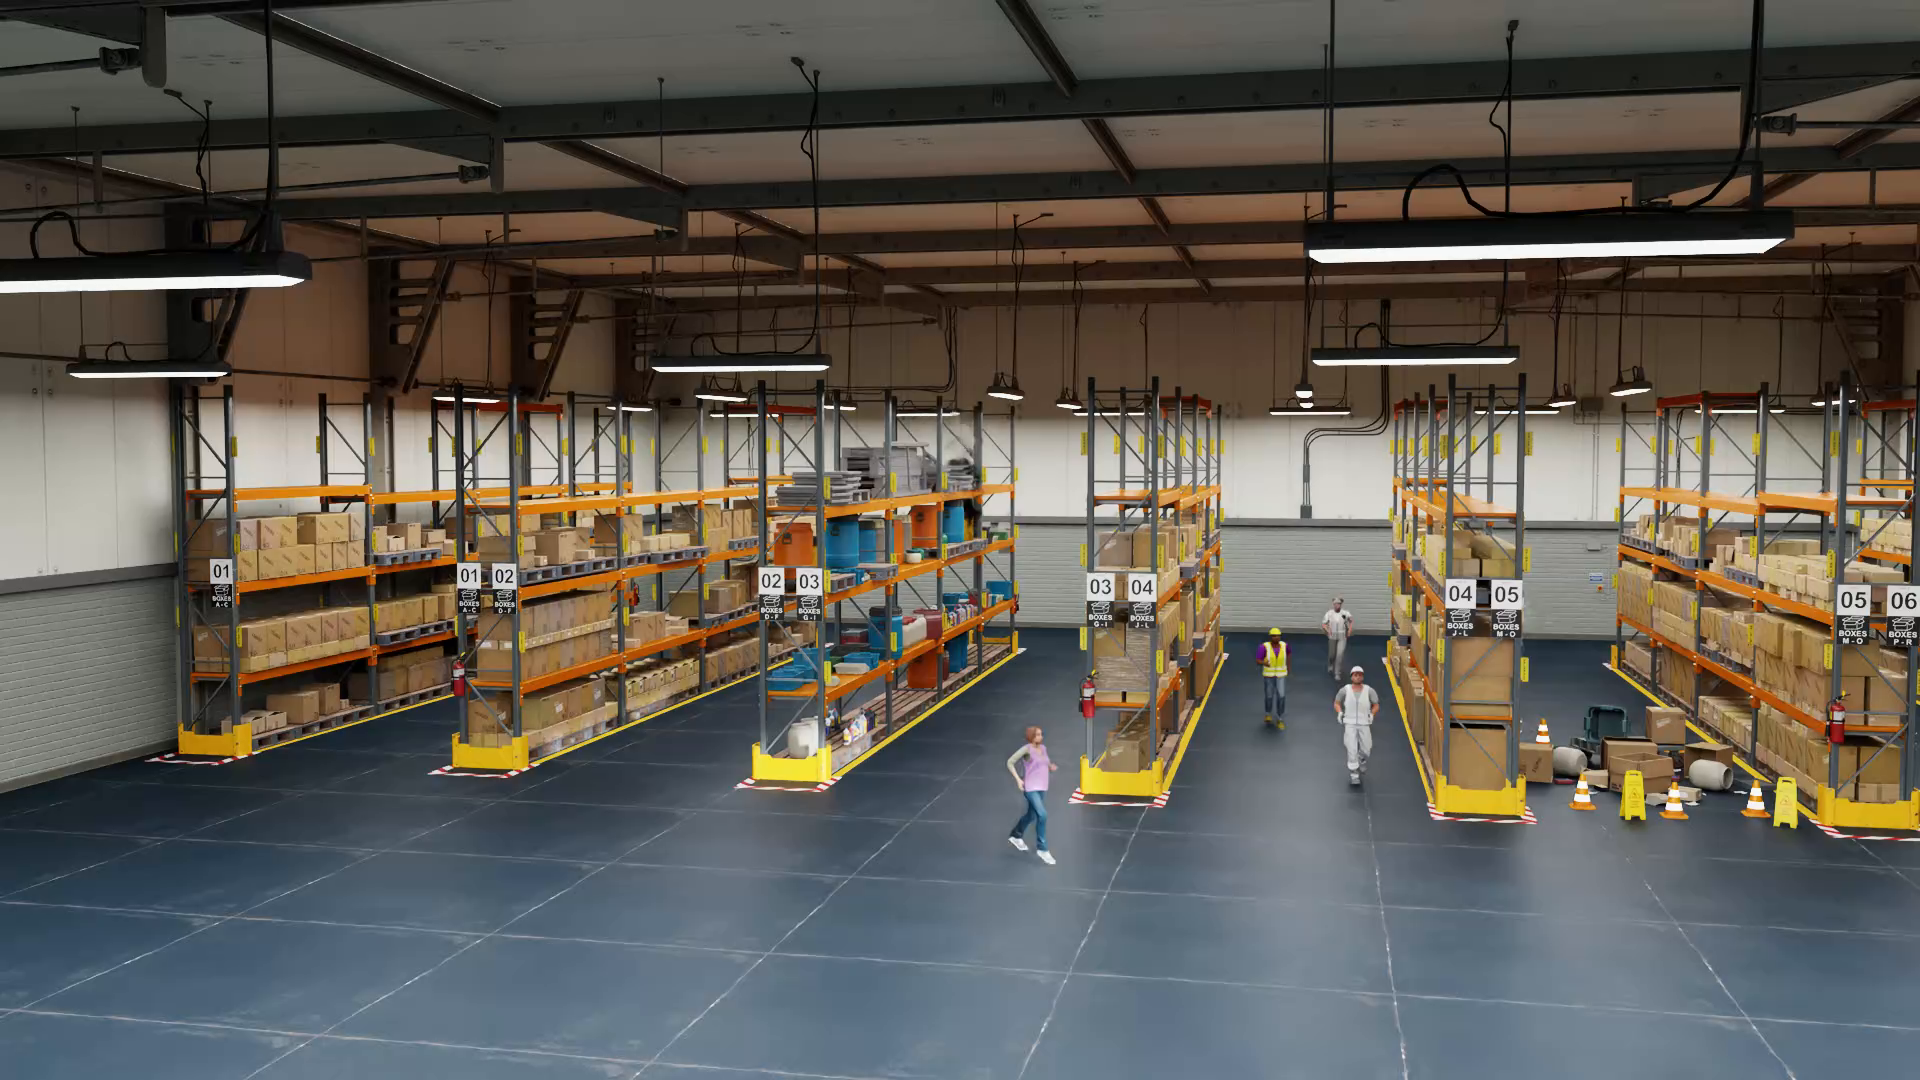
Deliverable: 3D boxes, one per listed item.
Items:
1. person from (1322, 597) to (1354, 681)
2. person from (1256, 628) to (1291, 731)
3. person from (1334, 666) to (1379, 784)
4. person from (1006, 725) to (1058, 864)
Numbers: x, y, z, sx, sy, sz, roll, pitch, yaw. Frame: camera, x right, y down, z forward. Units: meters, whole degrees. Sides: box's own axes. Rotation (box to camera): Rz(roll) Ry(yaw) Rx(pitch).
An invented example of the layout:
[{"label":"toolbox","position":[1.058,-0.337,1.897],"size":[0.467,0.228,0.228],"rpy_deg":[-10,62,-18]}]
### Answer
[{"label":"person","position":[8.189,2.118,36.019],"size":[0.671,1.787,0.862],"rpy_deg":[1,3,15]},{"label":"person","position":[5.596,2.459,29.683],"size":[0.633,1.816,0.854],"rpy_deg":[0,3,7]},{"label":"person","position":[5.902,2.746,24.765],"size":[0.657,1.738,0.673],"rpy_deg":[1,3,11]},{"label":"person","position":[0.881,3.059,20.186],"size":[0.757,1.636,0.514],"rpy_deg":[2,4,38]}]
